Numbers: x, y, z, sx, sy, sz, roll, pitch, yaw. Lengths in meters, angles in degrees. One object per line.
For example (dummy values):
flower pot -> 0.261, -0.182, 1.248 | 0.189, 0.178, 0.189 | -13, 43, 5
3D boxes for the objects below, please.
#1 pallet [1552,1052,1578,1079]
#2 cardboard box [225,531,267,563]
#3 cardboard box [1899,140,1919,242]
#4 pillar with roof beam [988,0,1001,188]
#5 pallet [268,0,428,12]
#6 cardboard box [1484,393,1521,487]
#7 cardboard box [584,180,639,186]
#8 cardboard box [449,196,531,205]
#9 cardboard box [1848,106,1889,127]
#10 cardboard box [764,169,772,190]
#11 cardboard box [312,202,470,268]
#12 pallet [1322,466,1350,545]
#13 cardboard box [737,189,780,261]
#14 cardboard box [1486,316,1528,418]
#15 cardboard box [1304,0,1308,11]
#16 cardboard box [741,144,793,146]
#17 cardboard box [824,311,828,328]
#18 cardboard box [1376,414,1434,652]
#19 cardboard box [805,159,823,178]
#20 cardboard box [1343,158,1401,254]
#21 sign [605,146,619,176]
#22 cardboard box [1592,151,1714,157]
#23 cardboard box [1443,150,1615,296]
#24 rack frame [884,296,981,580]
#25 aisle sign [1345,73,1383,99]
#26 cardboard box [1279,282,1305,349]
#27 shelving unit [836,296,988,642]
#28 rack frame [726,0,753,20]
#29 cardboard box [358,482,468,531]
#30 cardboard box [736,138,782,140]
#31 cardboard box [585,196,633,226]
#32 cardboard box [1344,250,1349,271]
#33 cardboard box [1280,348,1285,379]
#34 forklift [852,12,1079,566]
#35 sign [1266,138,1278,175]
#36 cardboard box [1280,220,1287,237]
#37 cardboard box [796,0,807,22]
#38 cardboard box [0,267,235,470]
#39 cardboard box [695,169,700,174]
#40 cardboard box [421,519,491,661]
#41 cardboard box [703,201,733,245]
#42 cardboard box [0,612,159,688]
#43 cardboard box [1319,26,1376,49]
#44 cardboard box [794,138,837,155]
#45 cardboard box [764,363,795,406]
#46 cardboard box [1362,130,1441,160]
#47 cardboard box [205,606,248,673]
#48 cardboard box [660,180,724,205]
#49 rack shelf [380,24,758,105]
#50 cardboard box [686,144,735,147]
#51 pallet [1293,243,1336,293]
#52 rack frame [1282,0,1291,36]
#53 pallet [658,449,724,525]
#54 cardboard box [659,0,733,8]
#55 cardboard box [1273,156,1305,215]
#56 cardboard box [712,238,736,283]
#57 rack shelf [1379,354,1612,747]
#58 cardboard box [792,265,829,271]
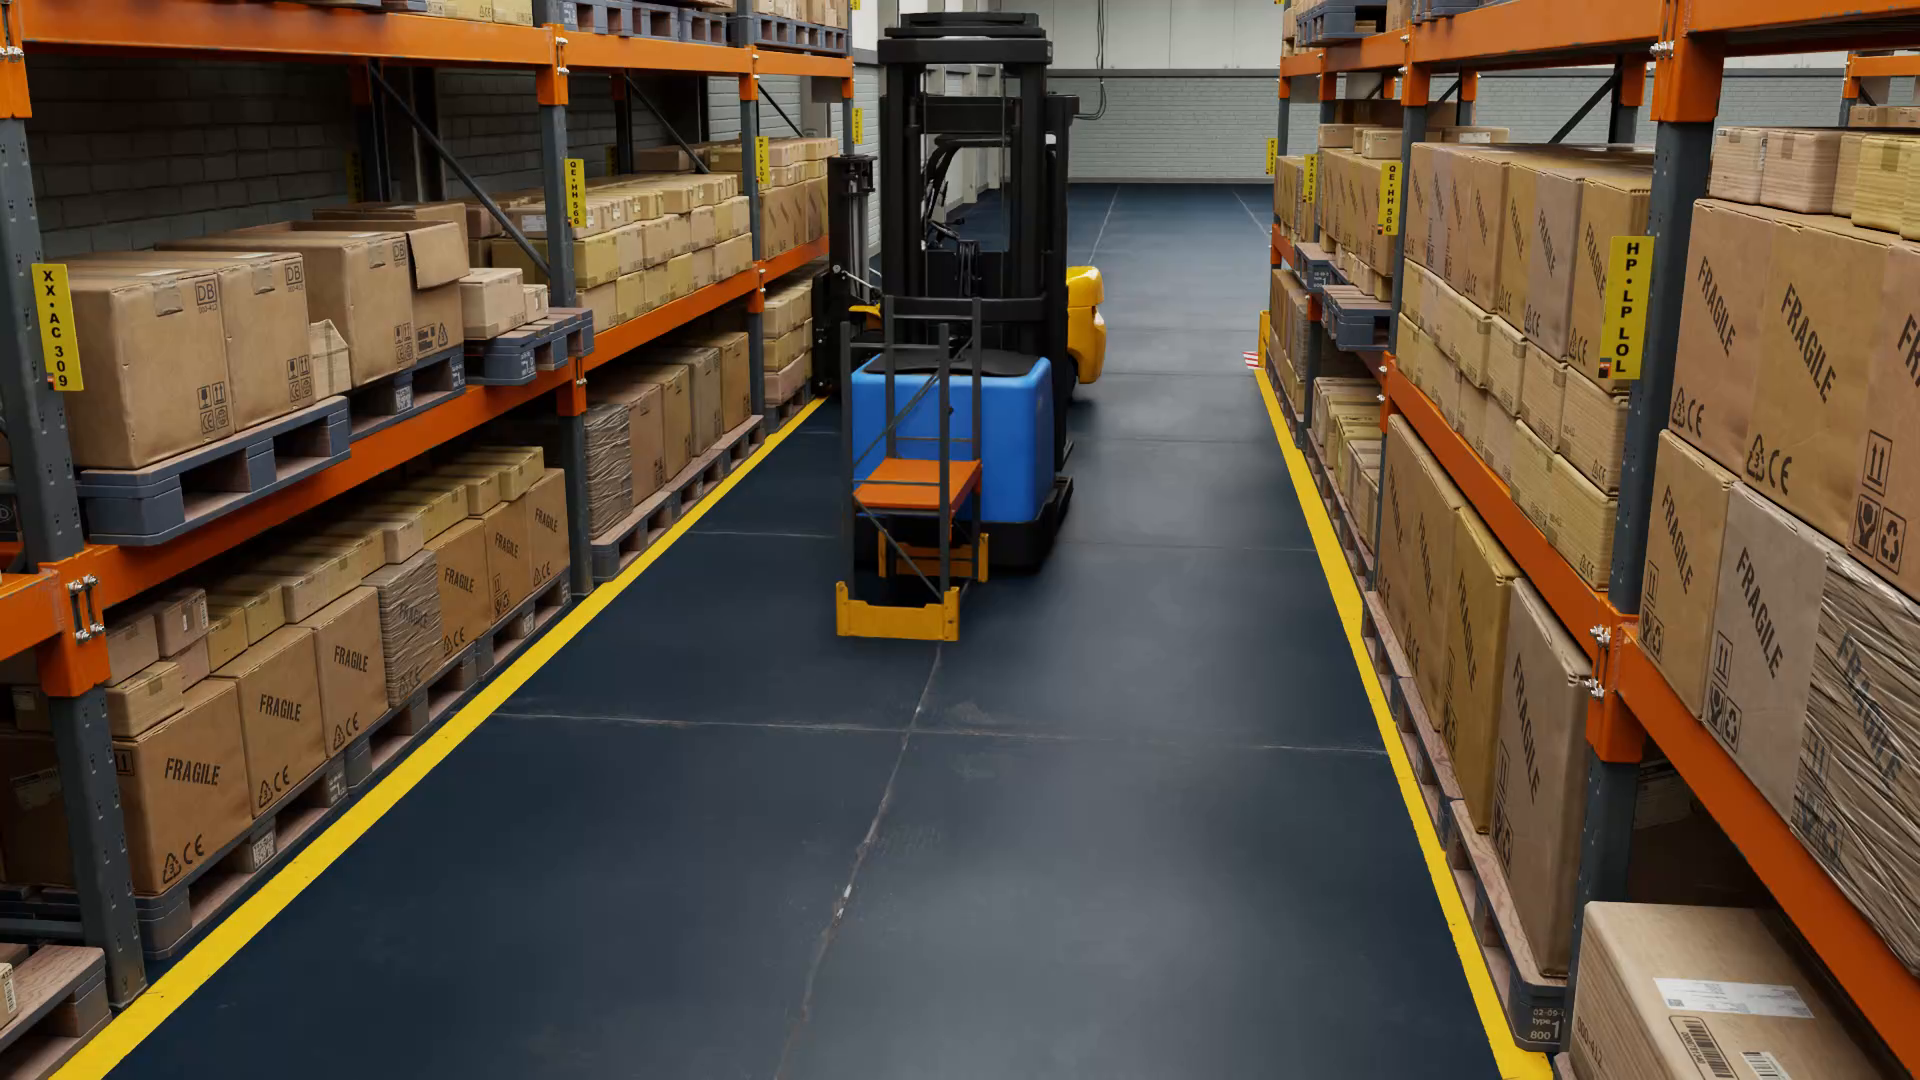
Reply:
pallet -> 1.906, 1.545, 3.545 | 1.003, 0.211, 1.213 | 2, 15, 6
cardboard box -> -2.946, 0.044, 6.495 | 0.380, 0.149, 0.250 | 1, 15, 4
cardboard box -> 1.628, -0.501, 2.418 | 0.380, 0.149, 0.250 | 1, 15, 5
pillar with roof beam -> 5.180, -13.650, 42.902 | 9.100, 9.000, 0.400 | 2, 15, 6
pallet -> -2.606, -1.935, 5.684 | 1.213, 0.211, 1.003 | 2, 15, 6
cardboard box -> 2.004, -0.310, 5.349 | 0.500, 0.250, 0.500 | 1, 15, 5
cardboard box -> -2.333, -2.293, 10.962 | 0.380, 0.149, 0.250 | 2, 15, 6
cardboard box -> -2.609, -1.833, 9.259 | 0.380, 0.149, 0.250 | 1, 15, 5
cardboard box -> 8.273, -3.487, 14.457 | 0.875, 0.550, 0.550 | 2, 15, 6
cardboard box -> -1.635, -2.720, 12.540 | 0.380, 0.149, 0.250 | 2, 15, 8
cardboard box -> -2.625, -1.301, 7.731 | 0.500, 0.500, 0.500 | 2, 15, 9
pallet -> 2.750, -0.206, 10.018 | 1.003, 0.211, 1.213 | 2, 15, 6
cardboard box -> -1.651, -2.372, 12.496 | 0.500, 0.500, 0.500 | 1, 15, 5
cardboard box -> 1.979, -0.551, 5.283 | 0.500, 0.250, 0.500 | 2, 15, 8
cardboard box -> 2.882, -3.976, 12.589 | 0.500, 0.250, 0.500 | 1, 15, 5
cardboard box -> -1.563, -3.132, 13.493 | 0.380, 0.149, 0.250 | 2, 15, 6
cardboard box -> -1.418, -1.841, 14.230 | 0.500, 0.250, 0.500 | 2, 15, 6
cardboard box -> 2.360, -0.034, 7.307 | 0.875, 0.875, 0.875 | 2, 15, 6
cardboard box -> -1.390, -3.184, 14.255 | 0.380, 0.149, 0.250 | 2, 15, 7
cardboard box -> 2.399, -1.820, 9.079 | 0.500, 0.500, 0.500 | 1, 15, 2
sign -> -2.512, -2.688, 12.048 | 0.100, 0.325, 0.005 | 2, 15, 6
cardboard box -> 2.610, -1.161, 6.101 | 0.500, 0.500, 0.500 | 2, 15, 6
cardboard box -> 2.102, -1.181, 6.177 | 0.500, 0.500, 0.500 | 2, 15, 8
rack frame -> -0.139, -0.524, 8.727 | 0.500, 1.500, 0.032 | 2, 15, 9
aisle sign -> 3.719, -4.371, 15.100 | 0.394, 0.787, 0.004 | 2, 15, 6
cardboard box -> 2.936, -1.873, 13.869 | 0.500, 0.500, 0.500 | 2, 15, 7
shelving unit -> -0.220, -0.391, 8.233 | 0.587, 1.500, 1.083 | 2, 15, 9
rack frame -> -1.960, -5.112, 11.329 | 1.000, 3.000, 0.127 | 2, 15, 6
cardboard box -> -2.364, -0.147, 7.199 | 0.380, 0.149, 0.250 | 2, 15, 8
cardboard box -> -1.851, -3.611, 15.265 | 0.380, 0.149, 0.250 | 2, 15, 8
cardboard box -> -2.034, -1.819, 9.209 | 0.380, 0.149, 0.250 | 2, 15, 7
cardboard box -> 2.420, -1.611, 9.551 | 0.380, 0.149, 0.250 | 1, 15, 4
cardboard box -> 2.943, -1.509, 13.958 | 0.500, 0.250, 0.500 | 3, 15, 10
forklift -> 0.120, -1.613, 10.011 | 1.130, 2.935, 3.031 | 2, 15, 9
sign -> 2.884, -3.542, 15.357 | 0.100, 0.325, 0.005 | 2, 15, 6
cardboard box -> 2.980, -2.708, 14.413 | 0.380, 0.149, 0.250 | 2, 15, 7
cardboard box -> -1.636, -4.467, 13.496 | 0.797, 0.503, 0.637 | 2, 15, 8
cardboard box -> -2.586, -0.511, 4.810 | 0.700, 0.500, 0.500 | 2, 15, 8
cardboard box -> -2.186, -2.735, 12.594 | 0.380, 0.149, 0.250 | 1, 15, 5
cardboard box -> -2.369, 0.206, 7.137 | 0.500, 0.500, 0.500 | 2, 15, 9
cardboard box -> -1.813, -2.117, 11.073 | 0.500, 0.250, 0.500 | 1, 15, 5
cardboard box -> -2.618, 0.319, 4.908 | 0.380, 0.149, 0.250 | 1, 15, 5
cardboard box -> 2.704, -3.489, 11.552 | 0.380, 0.149, 0.250 | 2, 15, 7
cardboard box -> -1.337, -3.595, 15.205 | 0.380, 0.149, 0.250 | 2, 15, 6
cardboard box -> -1.577, -1.207, 12.844 | 0.500, 0.250, 0.500 | 2, 15, 7
cardboard box -> 2.425, -2.174, 9.147 | 0.380, 0.149, 0.250 | 1, 15, 4
cardboard box -> -2.586, 0.323, 5.462 | 0.380, 0.149, 0.250 | 1, 15, 3
cardboard box -> -1.767, -2.281, 10.917 | 0.380, 0.149, 0.250 | 1, 15, 5
rack shelf -> -2.186, -2.798, 9.896 | 1.077, 0.370, 4.000 | 2, 15, 6
cardboard box -> -2.048, -3.144, 13.539 | 0.380, 0.149, 0.250 | 2, 15, 6
pallet -> 2.741, -1.785, 10.883 | 1.003, 0.211, 1.213 | 2, 15, 6
rack frame -> 3.423, -6.005, 14.628 | 1.000, 3.000, 0.127 | 2, 15, 6
pallet -> -2.140, -0.361, 10.591 | 1.003, 0.211, 1.213 | 2, 15, 6
cardboard box -> -1.800, -3.677, 10.943 | 0.500, 0.311, 0.500 | 1, 15, 4
cardboard box -> 3.094, -3.186, 14.935 | 0.500, 0.500, 0.500 | 1, 15, 5
cardboard box -> -1.809, -1.875, 11.137 | 0.500, 0.250, 0.500 | 2, 15, 6
rack shelf -> 2.295, -0.168, 5.914 | 1.077, 0.370, 4.000 | 2, 15, 6
cardboard box -> -1.303, -2.351, 15.156 | 0.500, 0.250, 0.500 | 2, 15, 7
